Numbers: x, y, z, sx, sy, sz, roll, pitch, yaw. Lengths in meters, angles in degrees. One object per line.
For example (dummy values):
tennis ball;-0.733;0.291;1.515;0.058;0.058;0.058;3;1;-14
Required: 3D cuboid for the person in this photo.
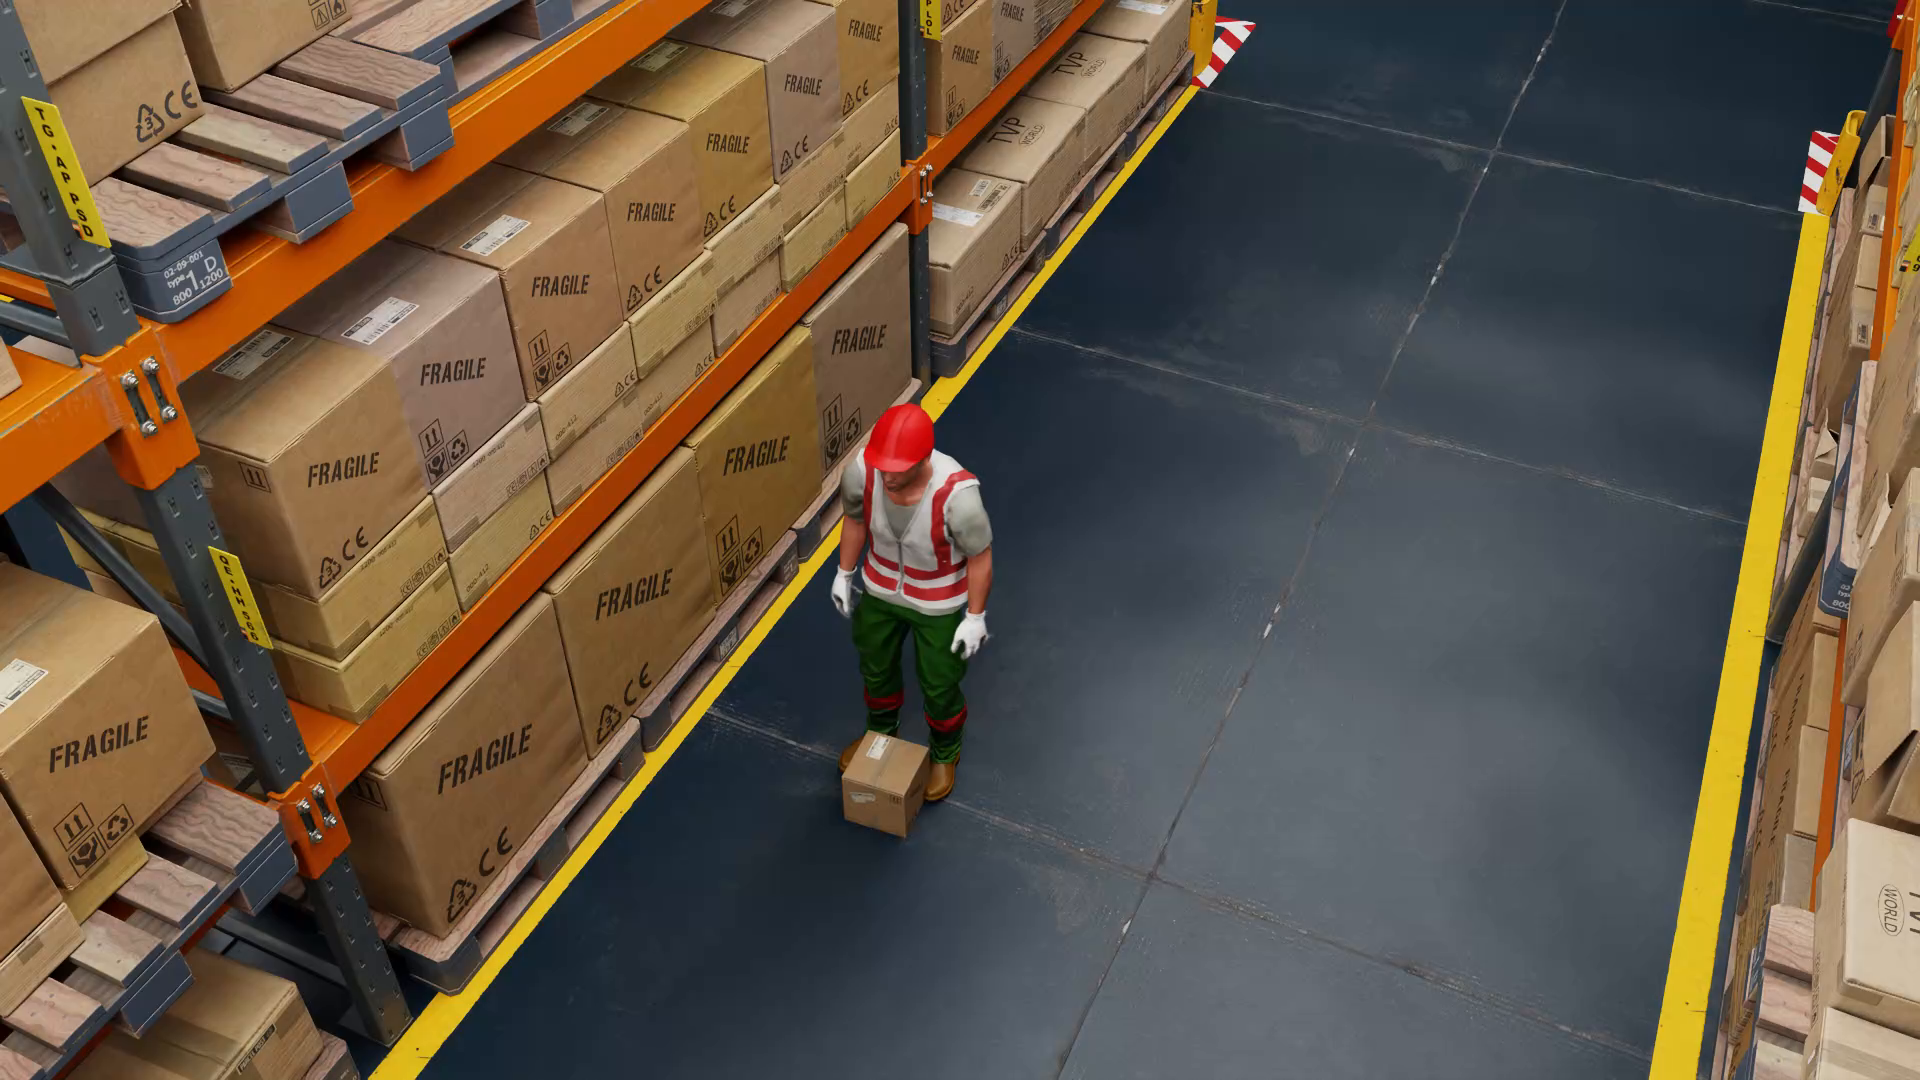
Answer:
person;-0.179;0.207;5.916;0.605;1.778;0.450;16;44;18
